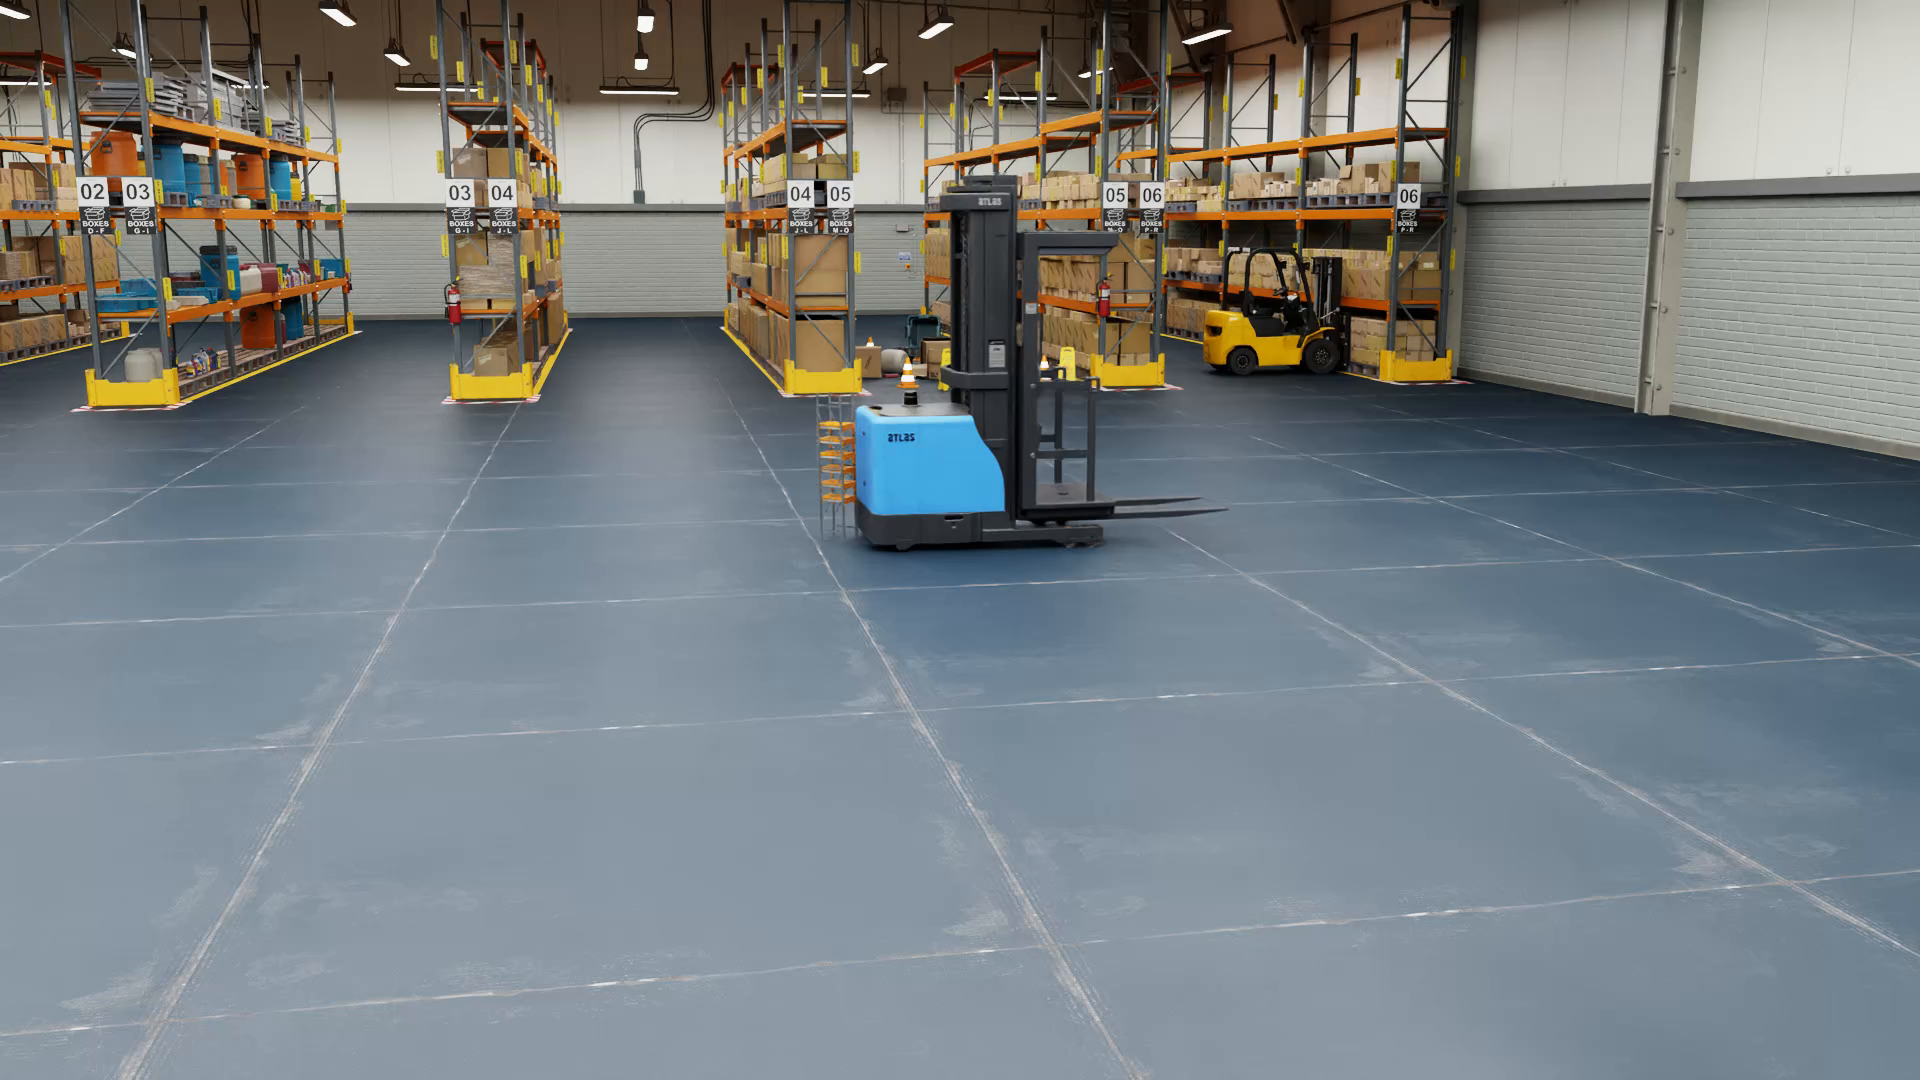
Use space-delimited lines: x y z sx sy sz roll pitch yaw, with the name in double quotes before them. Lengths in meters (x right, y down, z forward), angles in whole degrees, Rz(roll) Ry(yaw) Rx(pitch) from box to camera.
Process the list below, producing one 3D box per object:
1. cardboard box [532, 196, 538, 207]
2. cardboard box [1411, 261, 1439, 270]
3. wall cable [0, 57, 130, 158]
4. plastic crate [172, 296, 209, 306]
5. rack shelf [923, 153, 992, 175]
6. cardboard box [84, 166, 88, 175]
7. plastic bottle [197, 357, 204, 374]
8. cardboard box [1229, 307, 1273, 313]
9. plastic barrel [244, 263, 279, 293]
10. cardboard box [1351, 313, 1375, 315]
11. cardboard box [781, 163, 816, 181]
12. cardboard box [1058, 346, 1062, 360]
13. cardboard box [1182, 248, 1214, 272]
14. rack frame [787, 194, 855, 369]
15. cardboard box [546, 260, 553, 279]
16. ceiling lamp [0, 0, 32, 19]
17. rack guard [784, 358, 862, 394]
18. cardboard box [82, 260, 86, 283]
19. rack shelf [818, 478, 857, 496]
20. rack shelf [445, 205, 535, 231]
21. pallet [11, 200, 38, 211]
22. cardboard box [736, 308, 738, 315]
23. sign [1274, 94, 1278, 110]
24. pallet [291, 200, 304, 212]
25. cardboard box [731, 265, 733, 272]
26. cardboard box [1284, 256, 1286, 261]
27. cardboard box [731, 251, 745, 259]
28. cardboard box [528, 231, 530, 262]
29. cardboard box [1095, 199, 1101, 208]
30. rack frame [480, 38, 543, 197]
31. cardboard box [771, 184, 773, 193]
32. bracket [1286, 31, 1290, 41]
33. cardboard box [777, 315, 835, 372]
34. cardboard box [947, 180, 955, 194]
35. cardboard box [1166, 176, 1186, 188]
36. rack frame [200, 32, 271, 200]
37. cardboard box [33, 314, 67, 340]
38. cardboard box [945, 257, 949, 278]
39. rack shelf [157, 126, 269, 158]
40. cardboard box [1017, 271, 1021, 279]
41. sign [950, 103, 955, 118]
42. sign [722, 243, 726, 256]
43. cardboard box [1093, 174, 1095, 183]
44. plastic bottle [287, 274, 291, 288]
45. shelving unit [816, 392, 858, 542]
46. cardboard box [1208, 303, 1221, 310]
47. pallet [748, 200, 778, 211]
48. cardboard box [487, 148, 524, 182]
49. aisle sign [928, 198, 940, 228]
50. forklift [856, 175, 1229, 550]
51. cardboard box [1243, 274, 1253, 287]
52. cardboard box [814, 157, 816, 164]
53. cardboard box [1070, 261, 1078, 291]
"cardboard box" -8.022 -6.213 30.697 0.500 0.250 0.500 -2 11 -9
"cardboard box" 7.773 -4.588 27.777 0.380 0.149 0.250 -2 11 -12
"wall cable" -22.788 -11.053 42.496 3.097 2.526 0.112 -2 11 -11
"plastic crate" -12.076 -3.742 26.042 0.530 0.136 0.437 -2 11 -11
"rack shelf" -0.006 -8.932 39.553 1.077 0.370 4.000 -2 11 -11
"cardboard box" -19.501 -7.920 36.320 0.700 0.500 0.500 -2 11 -11
"plastic bottle" -12.035 -2.765 26.322 0.097 0.271 0.097 0 11 0
"cardboard box" 6.137 -4.541 34.759 0.875 0.625 0.625 -2 11 -9
"plastic barrel" -13.031 -4.887 30.986 0.600 0.536 0.708 -2 11 -11
"cardboard box" 7.291 -3.960 30.037 0.500 0.250 0.500 -2 11 -11
"cardboard box" -2.488 -5.650 25.551 0.500 0.250 0.500 -2 11 -10
"cardboard box" 2.009 -3.244 28.948 0.500 0.250 0.500 -2 11 -12
"cardboard box" 5.379 -6.269 37.221 0.700 0.500 0.500 -2 11 -11
"rack frame" -2.119 -3.769 25.476 1.000 3.000 0.127 -2 11 -11
"cardboard box" -8.781 -5.595 34.801 0.500 0.500 0.500 -2 11 -12
"ceiling lamp" -14.822 -9.869 25.867 0.800 3.185 2.000 -2 11 -11
"rack guard" -2.114 -2.537 25.686 1.175 0.500 0.348 -2 11 -11
"cardboard box" -19.085 -5.787 35.809 0.500 0.500 0.500 -2 11 -11
"rack shelf" -1.004 -0.435 13.637 0.258 0.103 0.180 6 14 29
"rack shelf" -7.393 -5.094 26.339 1.077 0.370 4.000 -2 11 -11
"pallet" -18.793 -6.517 32.396 1.213 0.211 1.003 -2 11 -11
"cardboard box" -4.922 -5.214 37.981 0.380 0.149 0.250 -2 11 -12
"sign" 6.573 -9.121 34.626 0.100 0.325 0.005 -2 11 -11
"pallet" -13.725 -6.660 33.151 1.003 0.211 1.213 -2 11 -11
"cardboard box" -4.828 -5.964 36.556 0.380 0.149 0.250 -3 11 -14
"cardboard box" 6.459 -5.398 32.033 0.380 0.149 0.250 -2 11 -11
"cardboard box" -4.828 -6.256 36.500 0.380 0.149 0.250 -2 11 -8
"cardboard box" -7.136 -4.679 26.522 0.500 0.500 0.500 -2 11 -11
"cardboard box" 2.373 -5.373 26.552 0.380 0.149 0.250 -2 11 -11
"rack frame" -8.560 -8.021 31.773 1.000 3.000 0.127 -2 11 -11
"cardboard box" -2.910 -5.795 27.382 0.380 0.149 0.250 -2 11 -11
"bracket" 6.738 -10.188 33.530 0.235 0.232 0.430 -2 11 -11
"cardboard box" -2.489 -3.215 27.123 0.875 0.875 0.875 -2 11 -12
"cardboard box" 0.089 -8.194 39.037 0.797 0.503 0.637 -1 11 -7
"cardboard box" 4.967 -8.237 38.305 0.396 0.266 0.258 -2 11 -12
"rack frame" -13.418 -7.841 30.827 1.000 3.000 0.127 -2 11 -11
"cardboard box" -18.679 -4.356 34.071 0.500 0.500 0.500 -2 11 -11
"cardboard box" -0.064 -6.387 38.966 0.500 0.500 0.500 -2 11 -12
"rack shelf" -13.029 -6.925 29.005 1.077 0.370 4.000 -2 11 -11
"cardboard box" 1.308 -5.153 32.297 0.380 0.149 0.250 -2 11 -9
"sign" -0.166 -9.636 37.337 0.100 0.325 0.005 -2 11 -11
"sign" -5.763 -7.109 40.709 0.100 0.325 0.005 -2 11 -11
"cardboard box" 2.349 -5.809 26.713 0.380 0.149 0.250 -2 11 -10
"plastic bottle" -13.455 -5.179 33.215 0.152 0.276 0.135 -2 11 -11
"shelving unit" -1.007 -0.596 13.602 0.258 1.200 0.189 6 14 29
"cardboard box" 5.601 -5.043 35.998 0.380 0.149 0.250 -3 11 -14
"pallet" -3.498 -6.501 32.312 1.213 0.211 1.003 -2 11 -8
"cardboard box" -7.028 -5.804 25.743 0.500 0.500 0.500 -2 11 -11
"aisle sign" -0.694 -8.182 41.707 0.394 0.787 0.004 -2 11 -11
"forklift" 0.691 -1.480 13.632 3.031 2.935 1.130 -2 11 -12
"cardboard box" 6.076 -5.265 33.739 0.500 0.250 0.500 -2 11 -13
"cardboard box" -2.168 -6.119 26.950 0.380 0.149 0.250 -2 11 -10
"cardboard box" 2.154 -4.436 27.918 0.500 0.500 0.500 -2 11 -11
